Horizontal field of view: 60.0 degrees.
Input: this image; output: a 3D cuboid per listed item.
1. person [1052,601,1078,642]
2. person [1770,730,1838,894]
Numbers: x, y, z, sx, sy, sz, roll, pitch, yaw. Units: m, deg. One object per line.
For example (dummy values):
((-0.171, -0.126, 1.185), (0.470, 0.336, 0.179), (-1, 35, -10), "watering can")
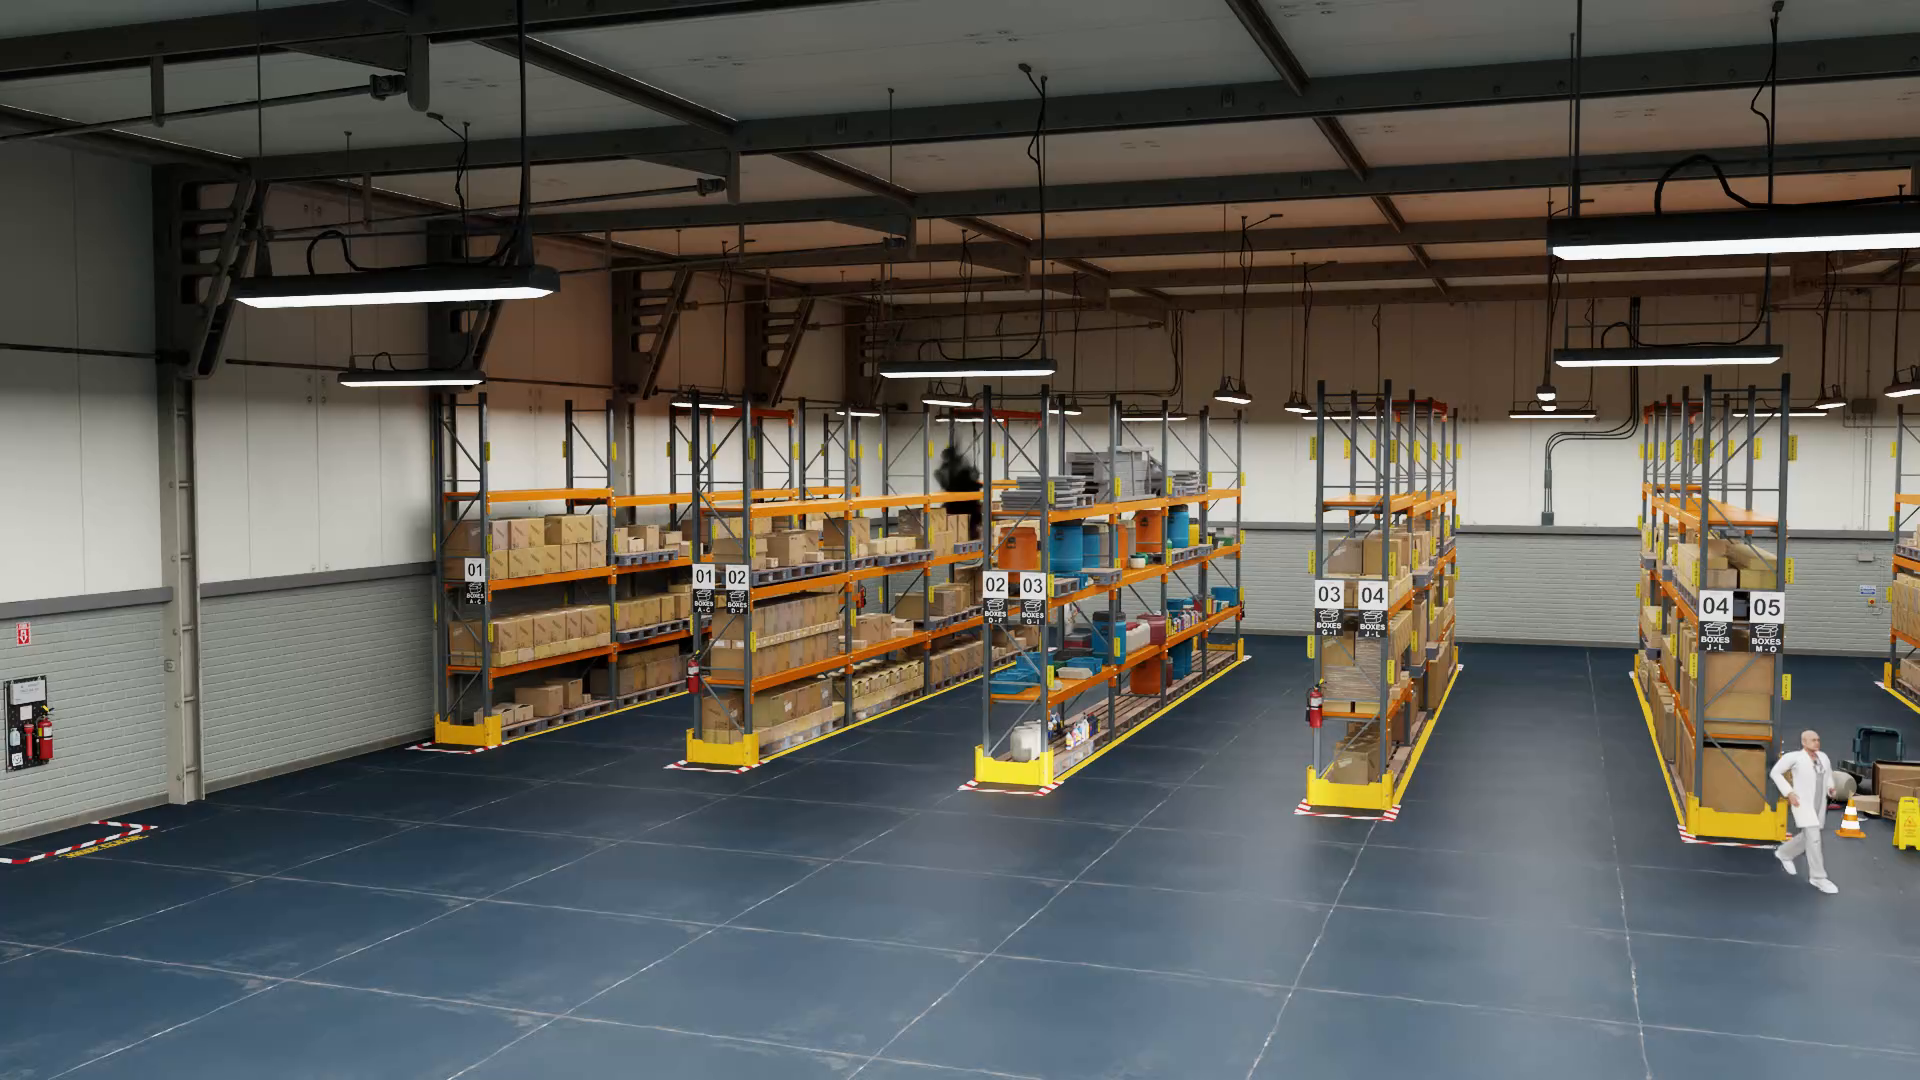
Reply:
((2.370, 1.897, 37.704), (0.608, 1.634, 0.501), (0, 3, 7), "person")
((9.781, 3.087, 19.213), (0.707, 1.788, 0.992), (-1, 3, -17), "person")
